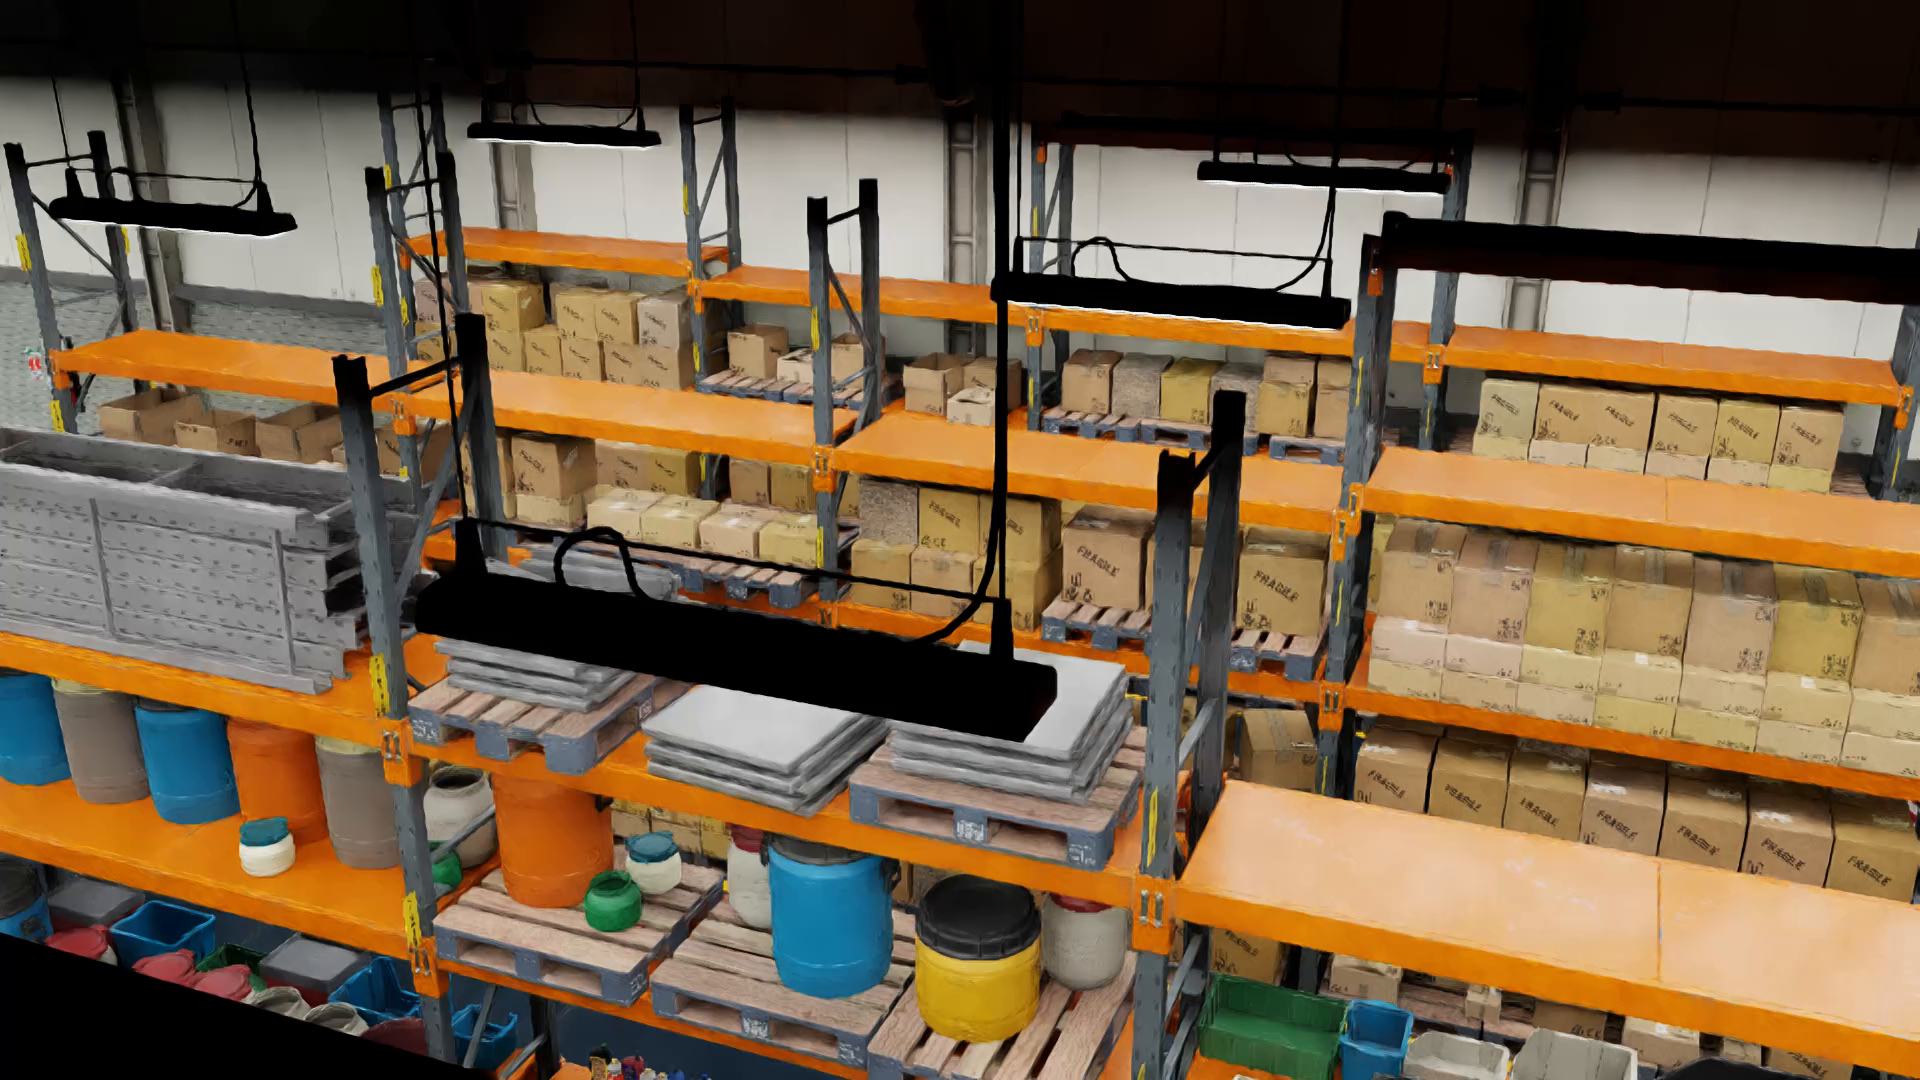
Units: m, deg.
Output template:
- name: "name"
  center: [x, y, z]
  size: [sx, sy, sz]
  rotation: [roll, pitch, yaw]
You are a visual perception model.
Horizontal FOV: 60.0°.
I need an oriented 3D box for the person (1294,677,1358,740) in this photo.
- name: "person"
  center: [3.487, 1.554, 15.845]
  size: [0.623, 1.738, 0.476]
  rotation: [1, 21, 3]
